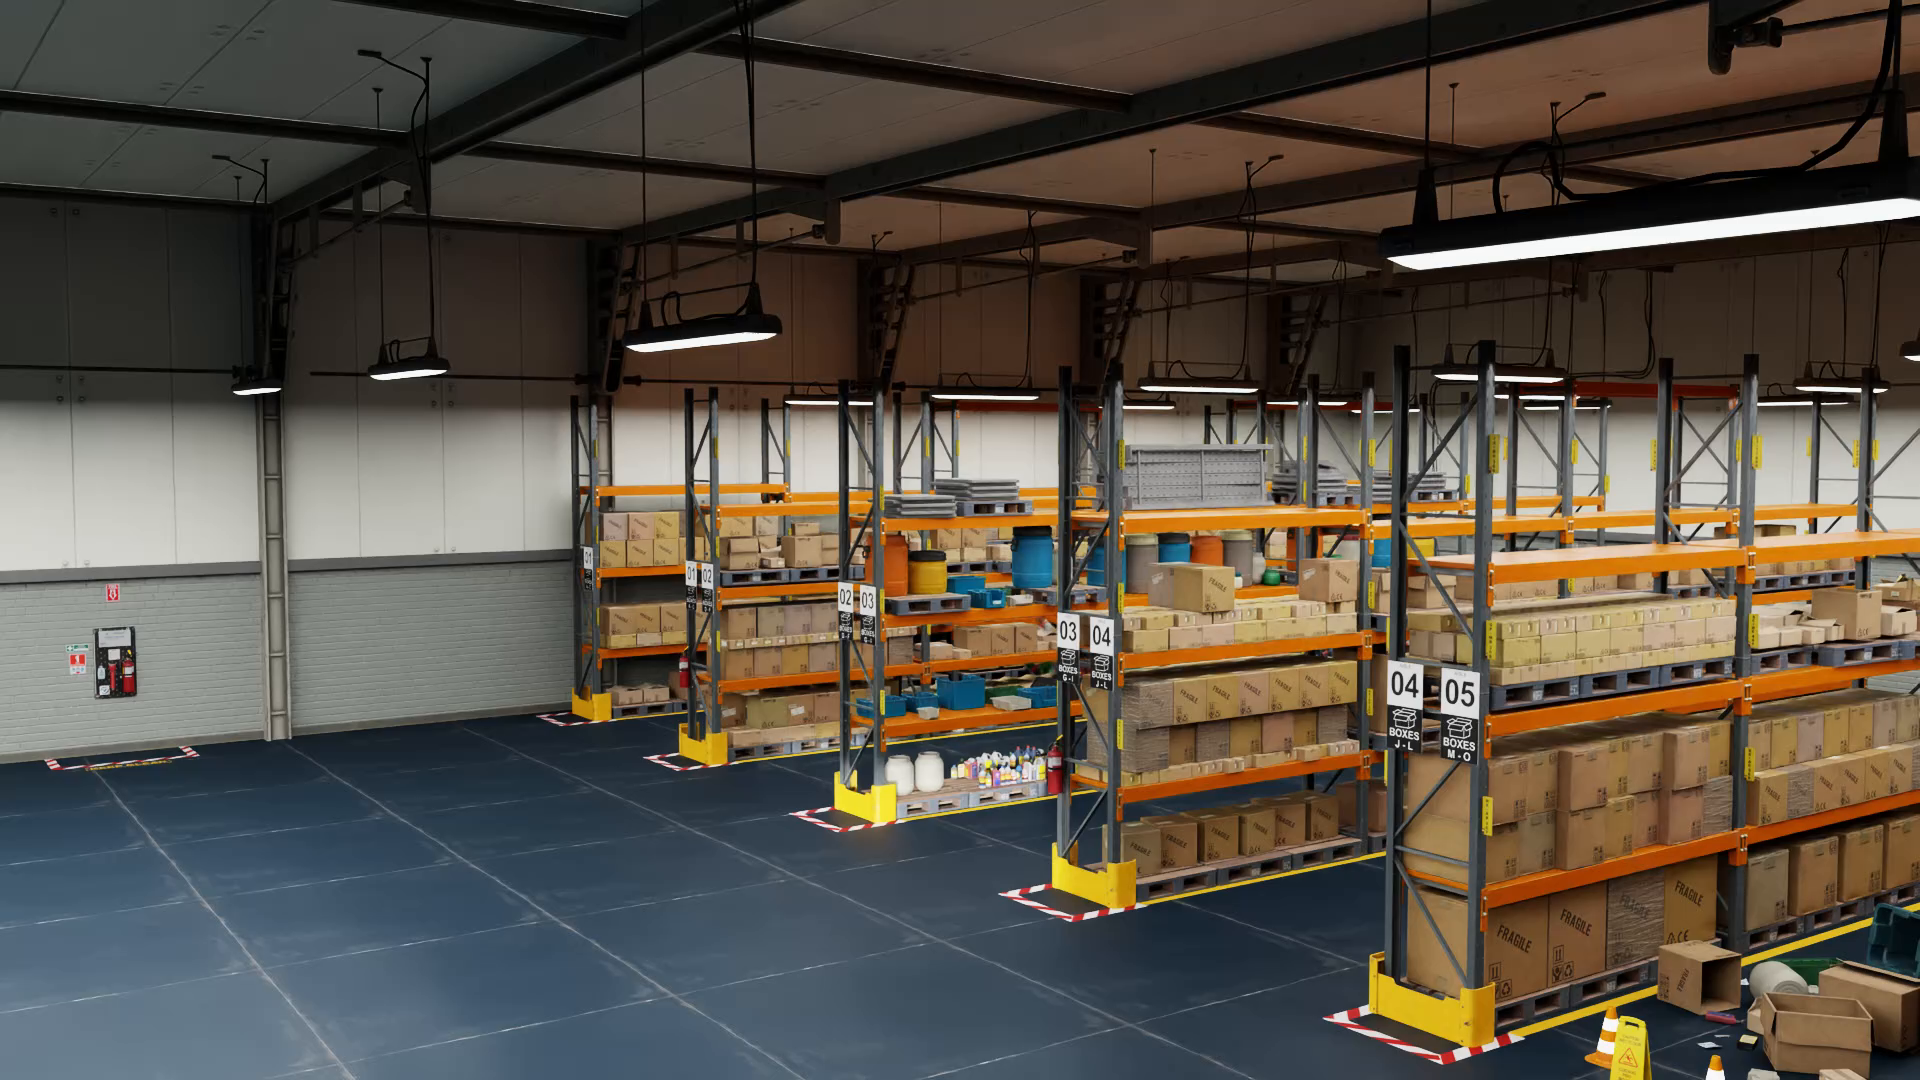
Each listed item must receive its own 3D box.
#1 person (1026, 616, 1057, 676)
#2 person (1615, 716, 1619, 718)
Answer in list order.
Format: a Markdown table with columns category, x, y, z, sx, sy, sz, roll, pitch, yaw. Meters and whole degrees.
| category | x | y | z | sx | sy | sz | roll | pitch | yaw |
| --- | --- | --- | --- | --- | --- | --- | --- | --- | --- |
| person | 1.734 | 2.190 | 33.656 | 0.864 | 1.634 | 0.592 | -2 | 4 | -24 |
| person | 8.566 | 3.025 | 21.686 | 0.977 | 1.616 | 0.457 | -1 | 4 | -23 |
